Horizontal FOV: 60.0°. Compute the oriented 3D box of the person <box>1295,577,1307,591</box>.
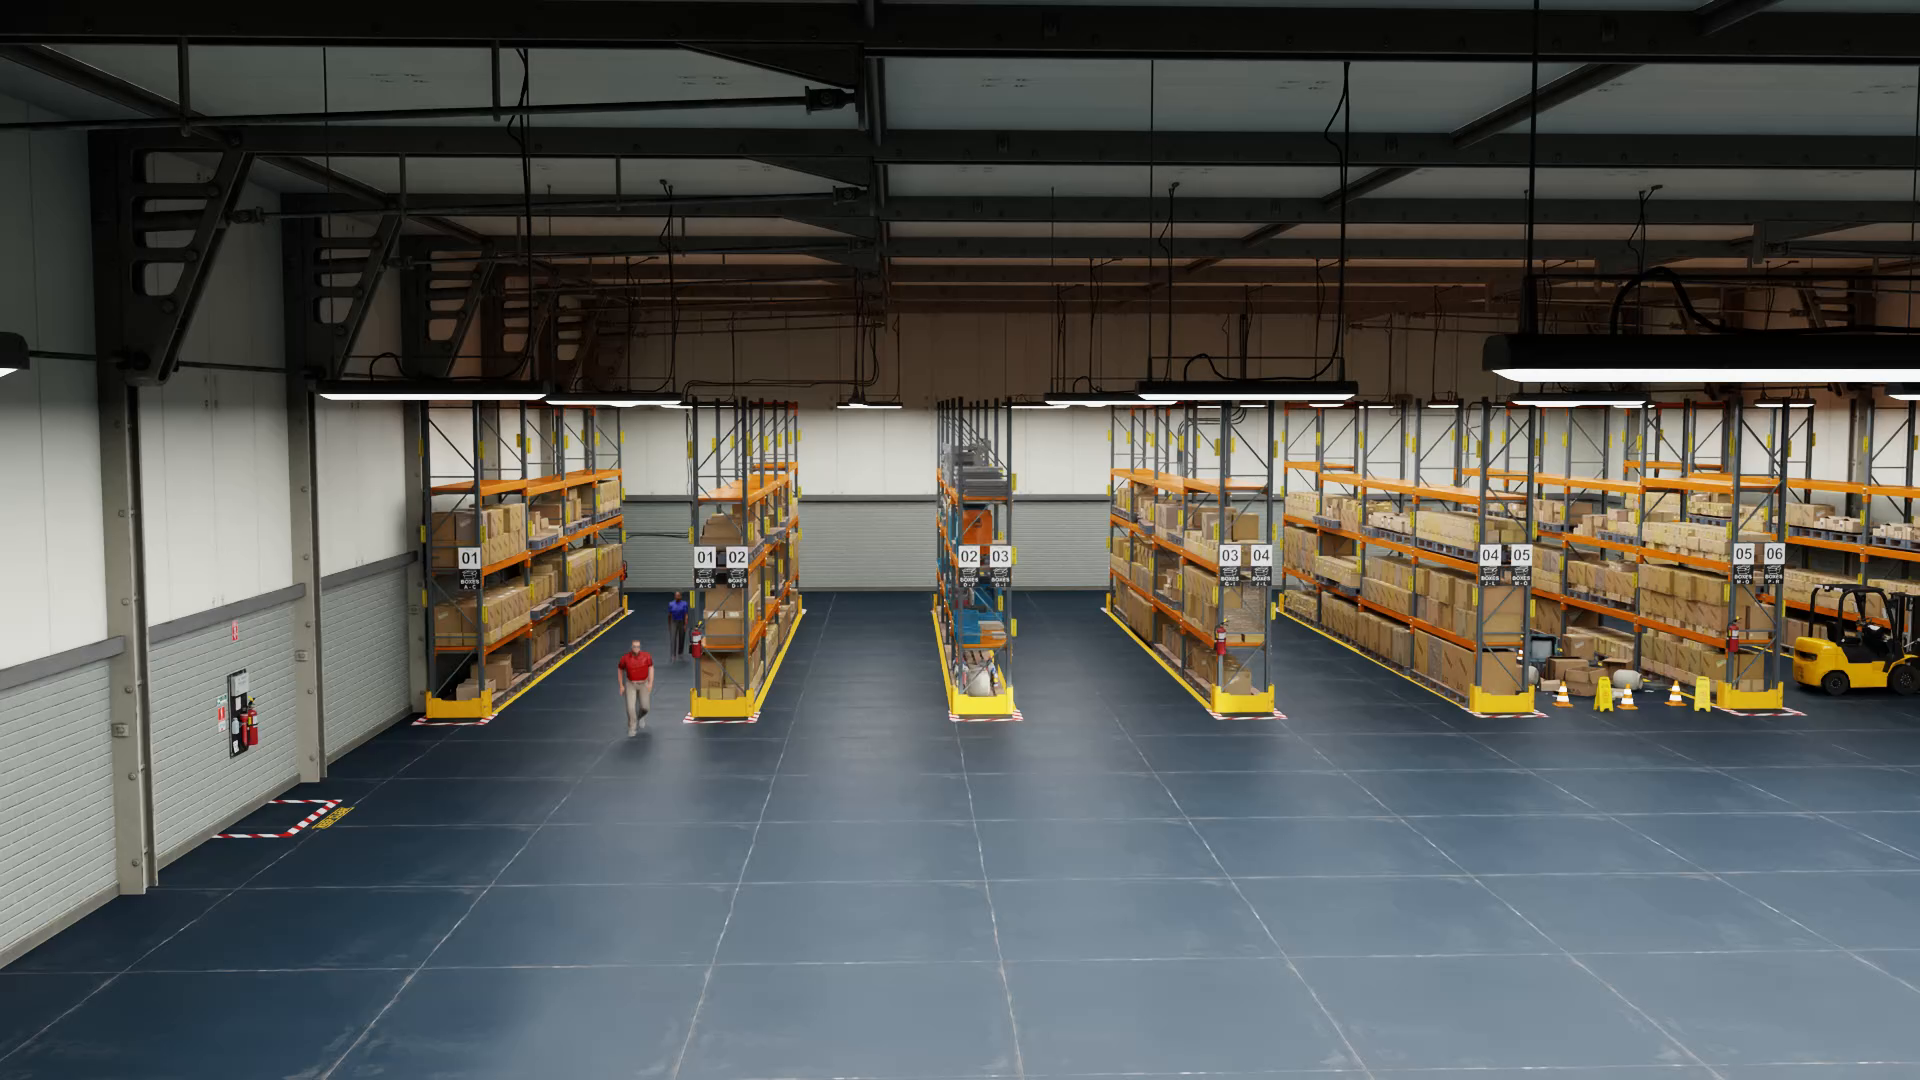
[{"bbox_3d":[10.389,0.997,50.274,0.675,1.654,0.452,-4,6,-43],"label":"person"}]

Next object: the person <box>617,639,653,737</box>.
[{"bbox_3d":[-5.771,2.598,29.574,0.626,1.710,0.659,-1,5,-15],"label":"person"}]

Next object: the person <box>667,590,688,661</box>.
[{"bbox_3d":[-6.458,1.955,38.100,0.470,1.605,0.977,-1,5,-16],"label":"person"}]

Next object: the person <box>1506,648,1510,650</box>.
[{"bbox_3d":[12.661,1.900,38.683,0.467,1.686,0.534,-1,5,-15],"label":"person"}]
